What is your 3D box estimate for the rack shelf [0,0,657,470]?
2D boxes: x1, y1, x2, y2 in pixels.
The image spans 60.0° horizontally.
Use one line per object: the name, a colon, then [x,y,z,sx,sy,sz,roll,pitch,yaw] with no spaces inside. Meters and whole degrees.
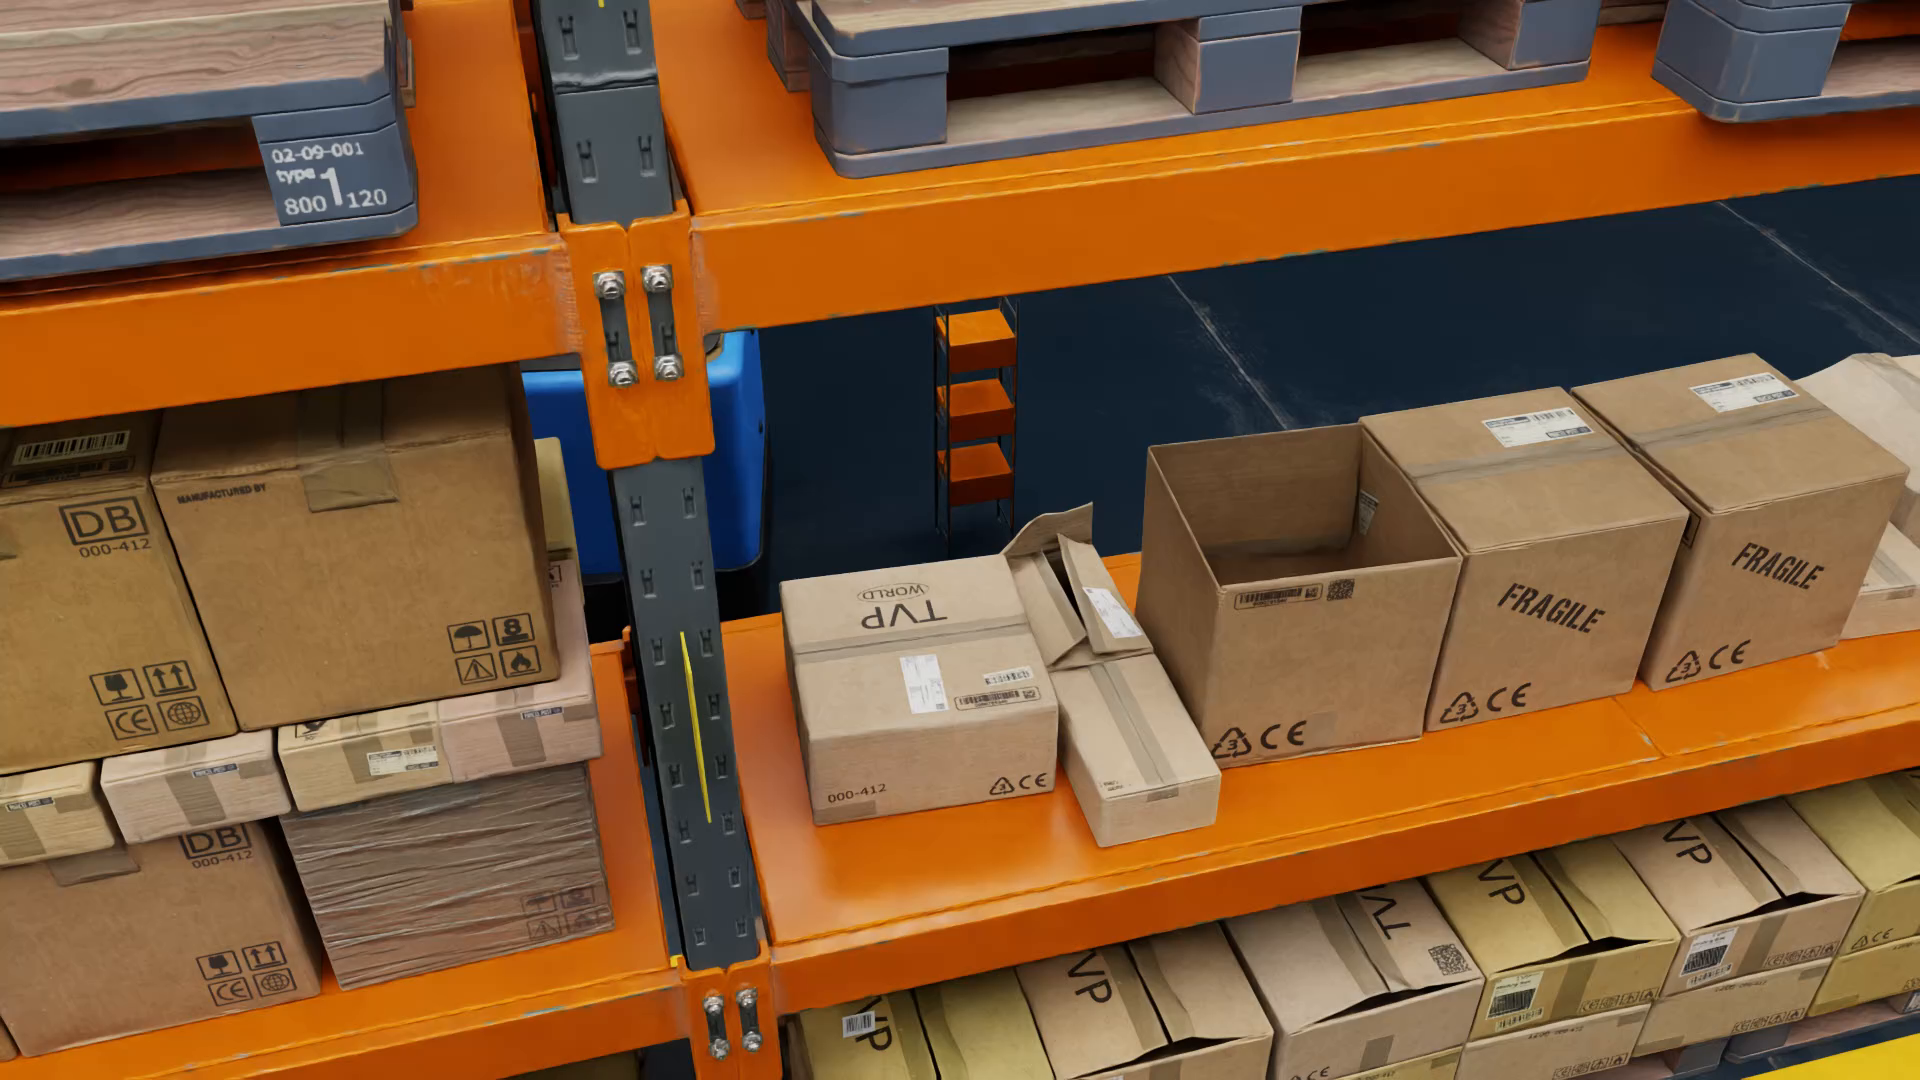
rack shelf: [-2.492,-0.241,2.220,4.000,0.370,1.077,-9,38,-12]

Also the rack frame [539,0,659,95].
rack frame: [-0.561,-2.035,1.504,0.127,3.000,1.000,-9,38,-12]

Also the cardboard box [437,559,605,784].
cardboard box: [-0.768,0.219,2.879,0.250,0.149,0.380,-9,38,-12]

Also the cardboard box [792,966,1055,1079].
cardboard box: [-0.097,1.131,3.759,0.500,0.311,0.500,-9,38,-12]

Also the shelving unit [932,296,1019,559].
shelving unit: [0.052,-0.425,5.942,0.252,1.050,0.215,-9,38,-12]

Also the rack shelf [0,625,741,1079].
rack shelf: [-2.492,0.950,3.131,4.000,0.370,1.077,-9,38,-12]

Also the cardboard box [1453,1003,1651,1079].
cardboard box: [1.377,1.111,4.247,0.500,0.250,0.500,-9,38,-11]

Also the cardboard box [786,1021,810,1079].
cardboard box: [-0.107,1.354,3.928,0.500,0.250,0.500,-10,39,-13]

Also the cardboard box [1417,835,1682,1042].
cardboard box: [1.387,0.887,4.078,0.500,0.311,0.500,-8,38,-11]

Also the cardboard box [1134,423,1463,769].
cardboard box: [0.693,0.112,3.552,0.500,0.500,0.500,-7,38,-9]

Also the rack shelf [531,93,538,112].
rack shelf: [-3.787,-1.955,6.929,4.000,0.370,1.077,-9,38,-12]

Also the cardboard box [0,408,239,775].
cardboard box: [-1.475,-0.052,2.700,0.500,0.500,0.700,-9,38,-12]

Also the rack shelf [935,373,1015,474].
rack shelf: [0.052,-0.417,5.949,0.240,0.259,0.215,-9,38,-12]

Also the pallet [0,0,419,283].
pallet: [-1.378,-0.658,2.246,1.213,0.211,1.003,-9,38,-12]

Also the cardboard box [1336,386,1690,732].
cardboard box: [1.177,0.033,3.656,0.500,0.500,0.500,-9,38,-12]

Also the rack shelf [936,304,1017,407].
rack shelf: [0.052,-0.642,5.776,0.240,0.259,0.215,-9,38,-12]

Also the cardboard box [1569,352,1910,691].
cardboard box: [1.685,-0.050,3.765,0.500,0.500,0.500,-11,39,-14]

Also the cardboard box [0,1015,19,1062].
cardboard box: [-1.981,0.547,2.984,0.500,0.500,0.700,-9,38,-11]

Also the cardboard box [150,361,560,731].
cardboard box: [-0.988,-0.133,2.805,0.500,0.500,0.700,-9,38,-12]

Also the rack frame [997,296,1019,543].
rack frame: [0.169,-0.445,5.967,0.008,1.050,0.200,-9,38,-12]

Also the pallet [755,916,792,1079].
pallet: [0.140,1.316,4.356,1.213,0.211,1.003,-9,38,-12]

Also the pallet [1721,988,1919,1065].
pallet: [2.496,0.929,4.862,1.213,0.211,1.003,-9,38,-12]

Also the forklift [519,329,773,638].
forklift: [-2.215,-1.074,5.241,3.031,2.935,1.130,-2,37,-3]

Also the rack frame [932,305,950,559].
rack frame: [-0.066,-0.406,5.917,0.008,1.050,0.200,-9,38,-12]

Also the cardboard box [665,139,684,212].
cardboard box: [-1.150,-1.866,7.915,0.500,0.500,0.700,-8,38,-10]

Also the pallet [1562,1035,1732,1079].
pallet: [1.320,1.120,4.612,1.213,0.211,1.003,-9,38,-12]

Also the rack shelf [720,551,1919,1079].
rack shelf: [1.370,0.317,3.959,4.000,0.370,1.077,-9,38,-12]

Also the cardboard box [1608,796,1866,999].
cardboard box: [1.871,0.809,4.180,0.500,0.311,0.500,-10,38,-12]

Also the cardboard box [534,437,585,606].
cardboard box: [-0.871,-0.021,3.192,0.250,0.149,0.380,-9,38,-12]

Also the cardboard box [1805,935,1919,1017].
cardboard box: [2.359,0.950,4.457,0.500,0.250,0.500,-10,38,-12]

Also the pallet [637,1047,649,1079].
pallet: [-1.340,1.557,4.041,1.213,0.211,1.003,-9,38,-12]

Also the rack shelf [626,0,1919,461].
rack shelf: [1.370,-0.875,3.048,4.000,0.370,1.077,-9,38,-12]

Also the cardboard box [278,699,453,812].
cardboard box: [-1.007,0.257,2.829,0.250,0.149,0.380,-10,39,-13]

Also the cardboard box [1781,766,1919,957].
cardboard box: [2.359,0.730,4.282,0.500,0.311,0.500,-10,39,-13]

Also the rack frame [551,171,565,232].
rack frame: [-1.856,-2.557,7.124,0.127,3.000,1.000,-9,38,-12]

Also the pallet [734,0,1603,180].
pallet: [0.287,-0.915,2.666,1.217,0.209,0.805,-11,39,-14]

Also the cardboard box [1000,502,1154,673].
cardboard box: [0.240,0.154,3.690,0.258,0.266,0.396,-10,39,-13]

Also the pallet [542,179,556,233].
pallet: [-2.495,-1.323,7.805,1.213,0.211,1.003,-9,38,-12]

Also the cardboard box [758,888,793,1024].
cardboard box: [-0.236,1.037,4.343,0.500,0.250,0.500,-10,38,-12]

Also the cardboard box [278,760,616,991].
cardboard box: [-0.988,0.382,3.199,0.500,0.500,0.700,-10,39,-13]

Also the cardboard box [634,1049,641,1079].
cardboard box: [-1.088,1.169,4.171,0.500,0.250,0.500,-9,38,-12]

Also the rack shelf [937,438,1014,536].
rack shelf: [0.052,-0.196,6.117,0.240,0.259,0.215,-9,38,-12]

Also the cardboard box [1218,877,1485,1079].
cardboard box: [0.887,0.972,3.966,0.500,0.311,0.500,-11,39,-13]

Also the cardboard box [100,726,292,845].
cardboard box: [-1.259,0.300,2.773,0.250,0.149,0.380,-10,39,-13]

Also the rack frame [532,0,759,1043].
rack frame: [-0.561,0.348,3.327,0.127,3.000,1.000,-9,38,-12]

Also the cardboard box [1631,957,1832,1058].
cardboard box: [1.873,1.027,4.355,0.500,0.250,0.500,-8,38,-11]

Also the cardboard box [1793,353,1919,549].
cardboard box: [2.386,-0.222,4.145,0.500,0.311,0.500,-10,38,-12]

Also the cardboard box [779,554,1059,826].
cardboard box: [-0.097,0.304,3.508,0.500,0.250,0.500,-7,38,-9]

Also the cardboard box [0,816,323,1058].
cardboard box: [-1.495,0.469,3.085,0.500,0.500,0.700,-10,38,-12]

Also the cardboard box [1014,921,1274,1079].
cardboard box: [0.387,1.055,3.858,0.500,0.311,0.500,-10,38,-12]

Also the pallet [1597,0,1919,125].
pallet: [1.590,-1.063,2.858,1.213,0.211,1.003,-8,38,-10]

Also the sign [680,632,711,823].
sign: [-0.415,0.298,2.614,0.005,0.325,0.100,-9,38,-12]

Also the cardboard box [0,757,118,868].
cardboard box: [-1.513,0.342,2.718,0.250,0.149,0.380,-9,38,-12]

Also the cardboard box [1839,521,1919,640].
cardboard box: [2.084,0.049,3.924,0.250,0.149,0.380,-7,38,-9]

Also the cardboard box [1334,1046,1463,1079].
cardboard box: [0.886,1.191,4.142,0.500,0.250,0.500,-10,39,-13]

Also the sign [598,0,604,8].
sign: [-0.415,-0.755,1.809,0.005,0.325,0.100,-9,38,-12]

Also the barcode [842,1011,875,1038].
barcode: [-0.206,0.988,3.394,0.075,0.075,0.001,-9,38,-12]

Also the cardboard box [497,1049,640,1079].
cardboard box: [-0.952,1.475,3.771,0.500,0.250,0.500,-9,38,-12]

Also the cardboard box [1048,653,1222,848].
cardboard box: [0.348,0.427,3.430,0.250,0.149,0.380,-9,38,-12]
